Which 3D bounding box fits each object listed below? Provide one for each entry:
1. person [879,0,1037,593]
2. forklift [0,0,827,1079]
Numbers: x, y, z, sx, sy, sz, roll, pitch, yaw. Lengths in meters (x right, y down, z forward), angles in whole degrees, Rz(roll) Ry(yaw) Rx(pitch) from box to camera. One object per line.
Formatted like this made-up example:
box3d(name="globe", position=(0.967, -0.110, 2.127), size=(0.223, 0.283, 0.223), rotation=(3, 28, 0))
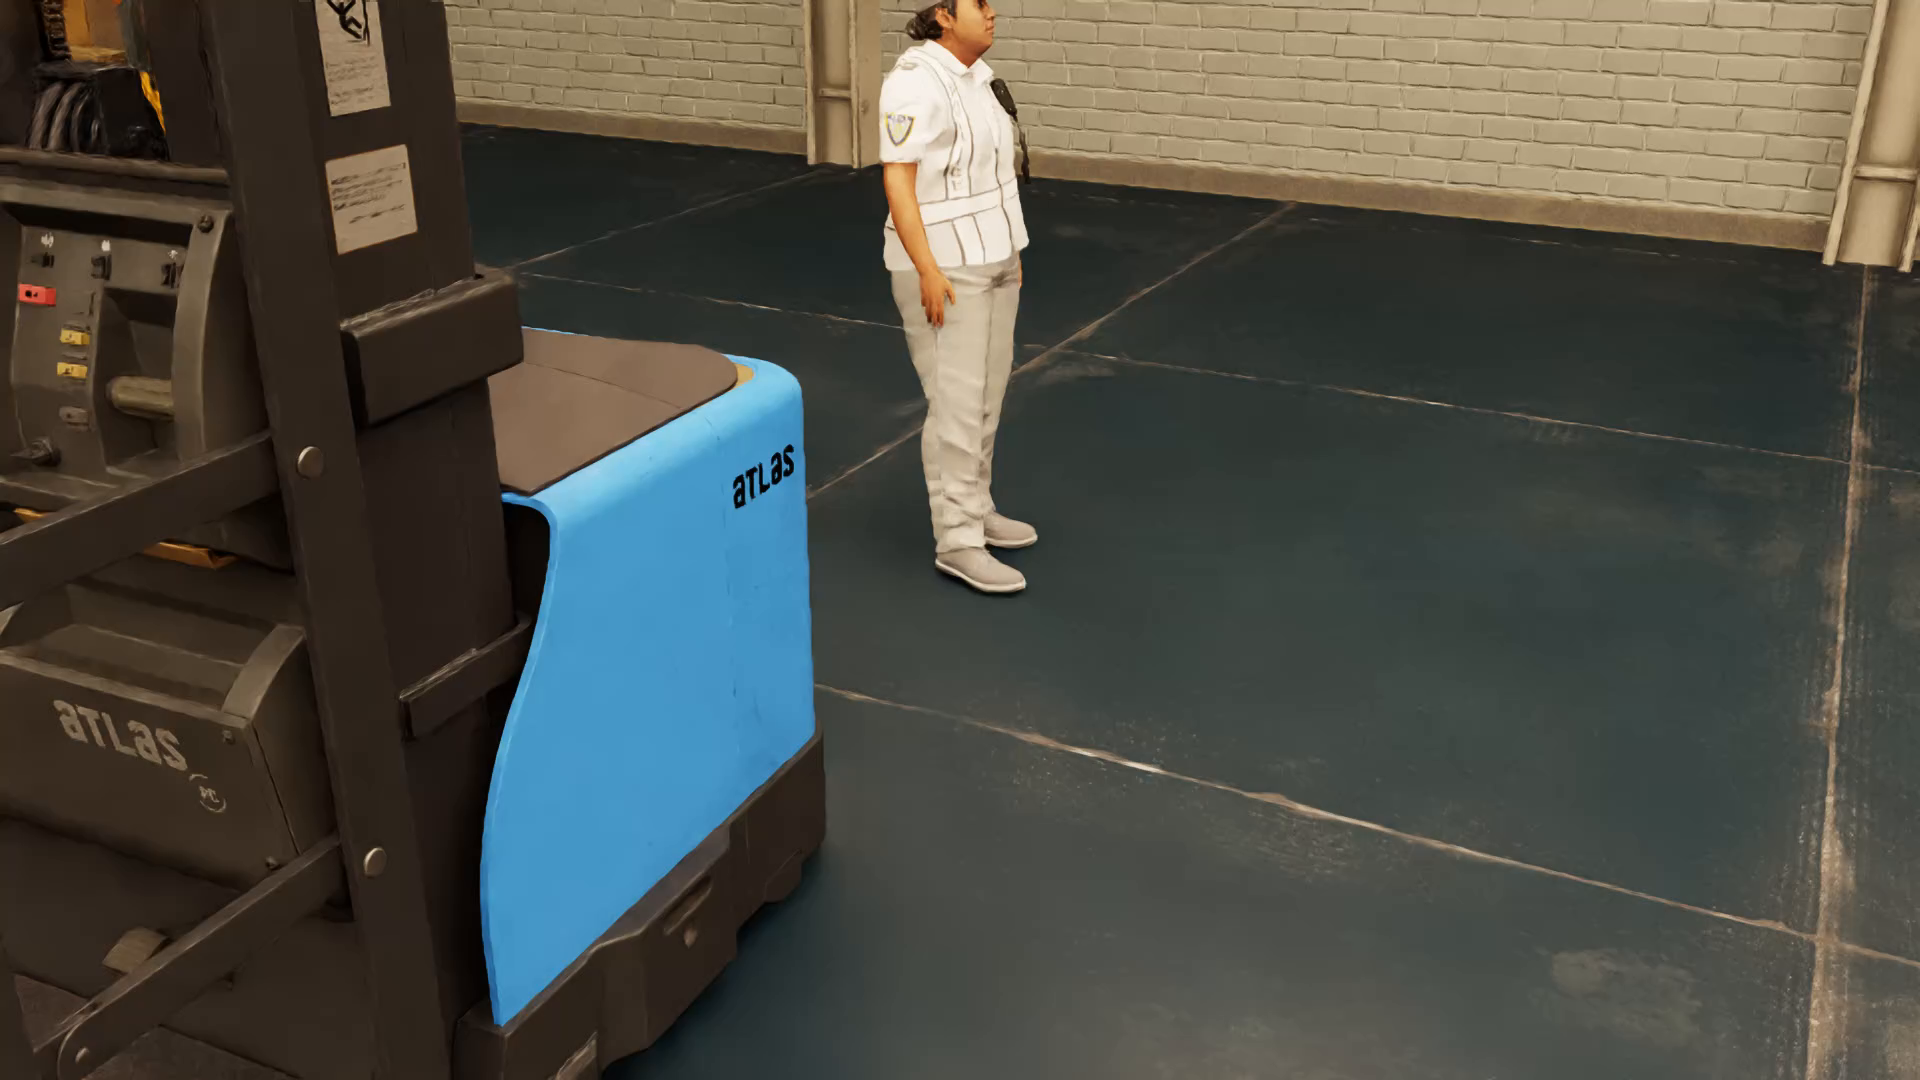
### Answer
box3d(name="person", position=(0.058, -0.752, 4.687), size=(0.529, 1.669, 0.598), rotation=(11, 25, 25))
box3d(name="forklift", position=(-1.346, -0.246, 1.886), size=(1.130, 2.935, 3.031), rotation=(10, 25, 22))
